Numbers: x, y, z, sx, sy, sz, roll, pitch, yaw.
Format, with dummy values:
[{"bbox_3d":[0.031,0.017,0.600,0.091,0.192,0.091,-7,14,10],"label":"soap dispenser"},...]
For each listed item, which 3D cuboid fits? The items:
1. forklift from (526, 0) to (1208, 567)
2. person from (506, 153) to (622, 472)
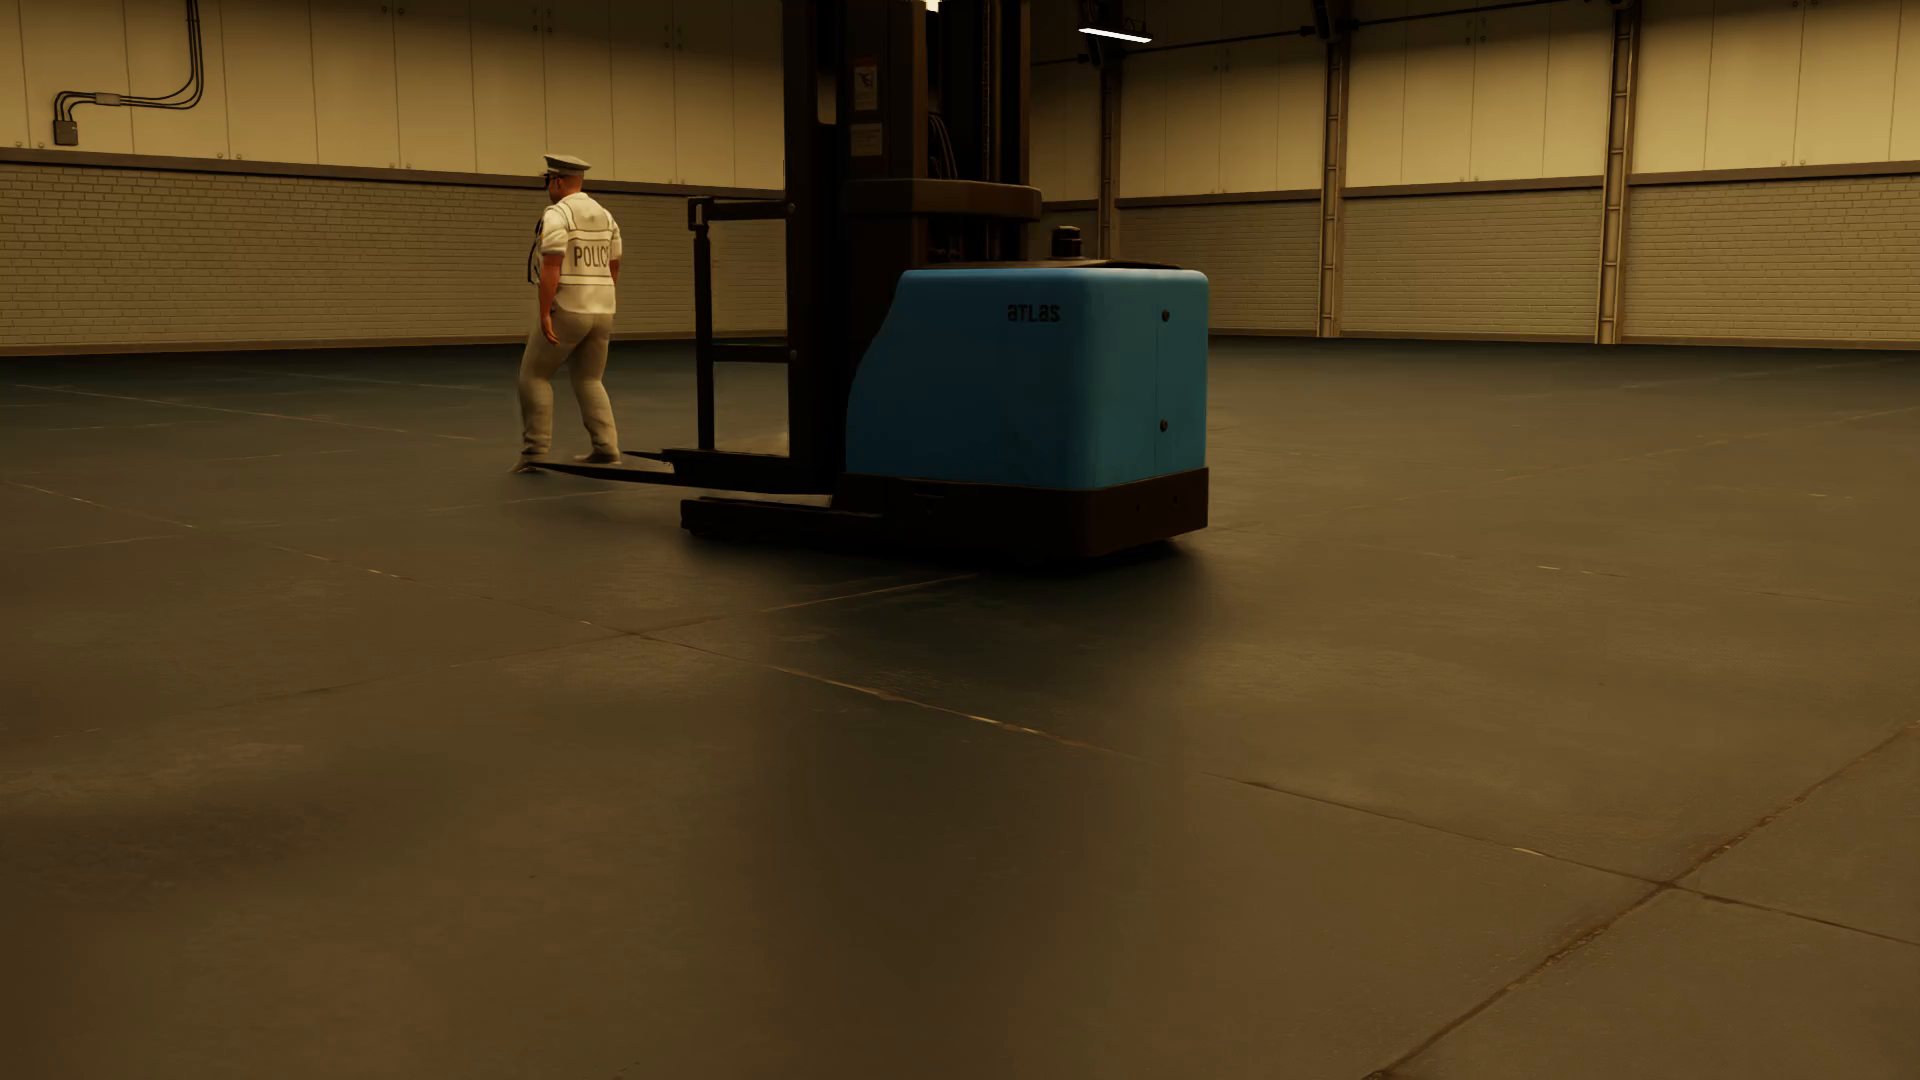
[{"bbox_3d":[-0.531,-1.498,6.825,3.031,2.935,1.130,6,10,33],"label":"forklift"},{"bbox_3d":[-2.211,-1.236,9.295,0.534,1.813,0.627,5,10,29],"label":"person"}]
